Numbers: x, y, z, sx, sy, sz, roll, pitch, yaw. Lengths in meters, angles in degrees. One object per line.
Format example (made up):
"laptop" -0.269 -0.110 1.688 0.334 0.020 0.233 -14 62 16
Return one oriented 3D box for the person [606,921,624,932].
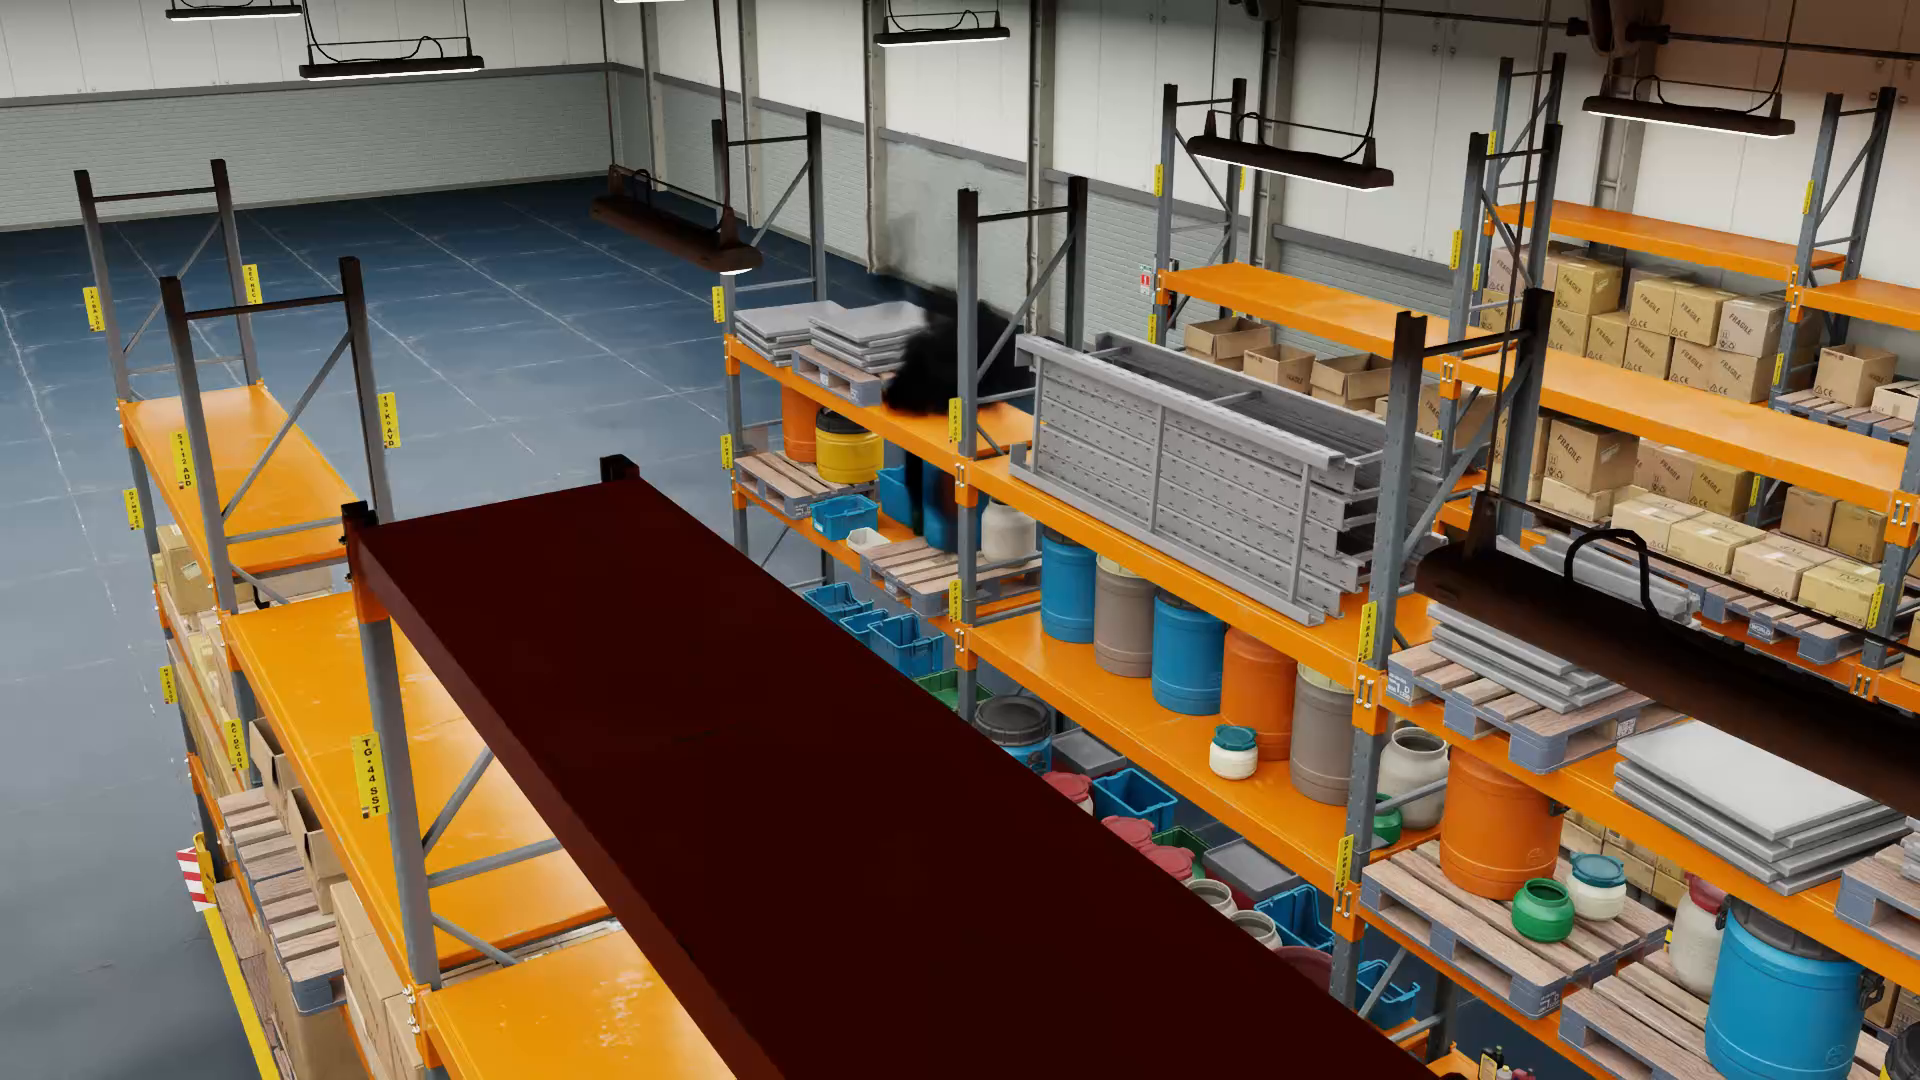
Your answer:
"person" -2.405 3.105 11.293 0.637 1.738 0.741 -17 28 -36
